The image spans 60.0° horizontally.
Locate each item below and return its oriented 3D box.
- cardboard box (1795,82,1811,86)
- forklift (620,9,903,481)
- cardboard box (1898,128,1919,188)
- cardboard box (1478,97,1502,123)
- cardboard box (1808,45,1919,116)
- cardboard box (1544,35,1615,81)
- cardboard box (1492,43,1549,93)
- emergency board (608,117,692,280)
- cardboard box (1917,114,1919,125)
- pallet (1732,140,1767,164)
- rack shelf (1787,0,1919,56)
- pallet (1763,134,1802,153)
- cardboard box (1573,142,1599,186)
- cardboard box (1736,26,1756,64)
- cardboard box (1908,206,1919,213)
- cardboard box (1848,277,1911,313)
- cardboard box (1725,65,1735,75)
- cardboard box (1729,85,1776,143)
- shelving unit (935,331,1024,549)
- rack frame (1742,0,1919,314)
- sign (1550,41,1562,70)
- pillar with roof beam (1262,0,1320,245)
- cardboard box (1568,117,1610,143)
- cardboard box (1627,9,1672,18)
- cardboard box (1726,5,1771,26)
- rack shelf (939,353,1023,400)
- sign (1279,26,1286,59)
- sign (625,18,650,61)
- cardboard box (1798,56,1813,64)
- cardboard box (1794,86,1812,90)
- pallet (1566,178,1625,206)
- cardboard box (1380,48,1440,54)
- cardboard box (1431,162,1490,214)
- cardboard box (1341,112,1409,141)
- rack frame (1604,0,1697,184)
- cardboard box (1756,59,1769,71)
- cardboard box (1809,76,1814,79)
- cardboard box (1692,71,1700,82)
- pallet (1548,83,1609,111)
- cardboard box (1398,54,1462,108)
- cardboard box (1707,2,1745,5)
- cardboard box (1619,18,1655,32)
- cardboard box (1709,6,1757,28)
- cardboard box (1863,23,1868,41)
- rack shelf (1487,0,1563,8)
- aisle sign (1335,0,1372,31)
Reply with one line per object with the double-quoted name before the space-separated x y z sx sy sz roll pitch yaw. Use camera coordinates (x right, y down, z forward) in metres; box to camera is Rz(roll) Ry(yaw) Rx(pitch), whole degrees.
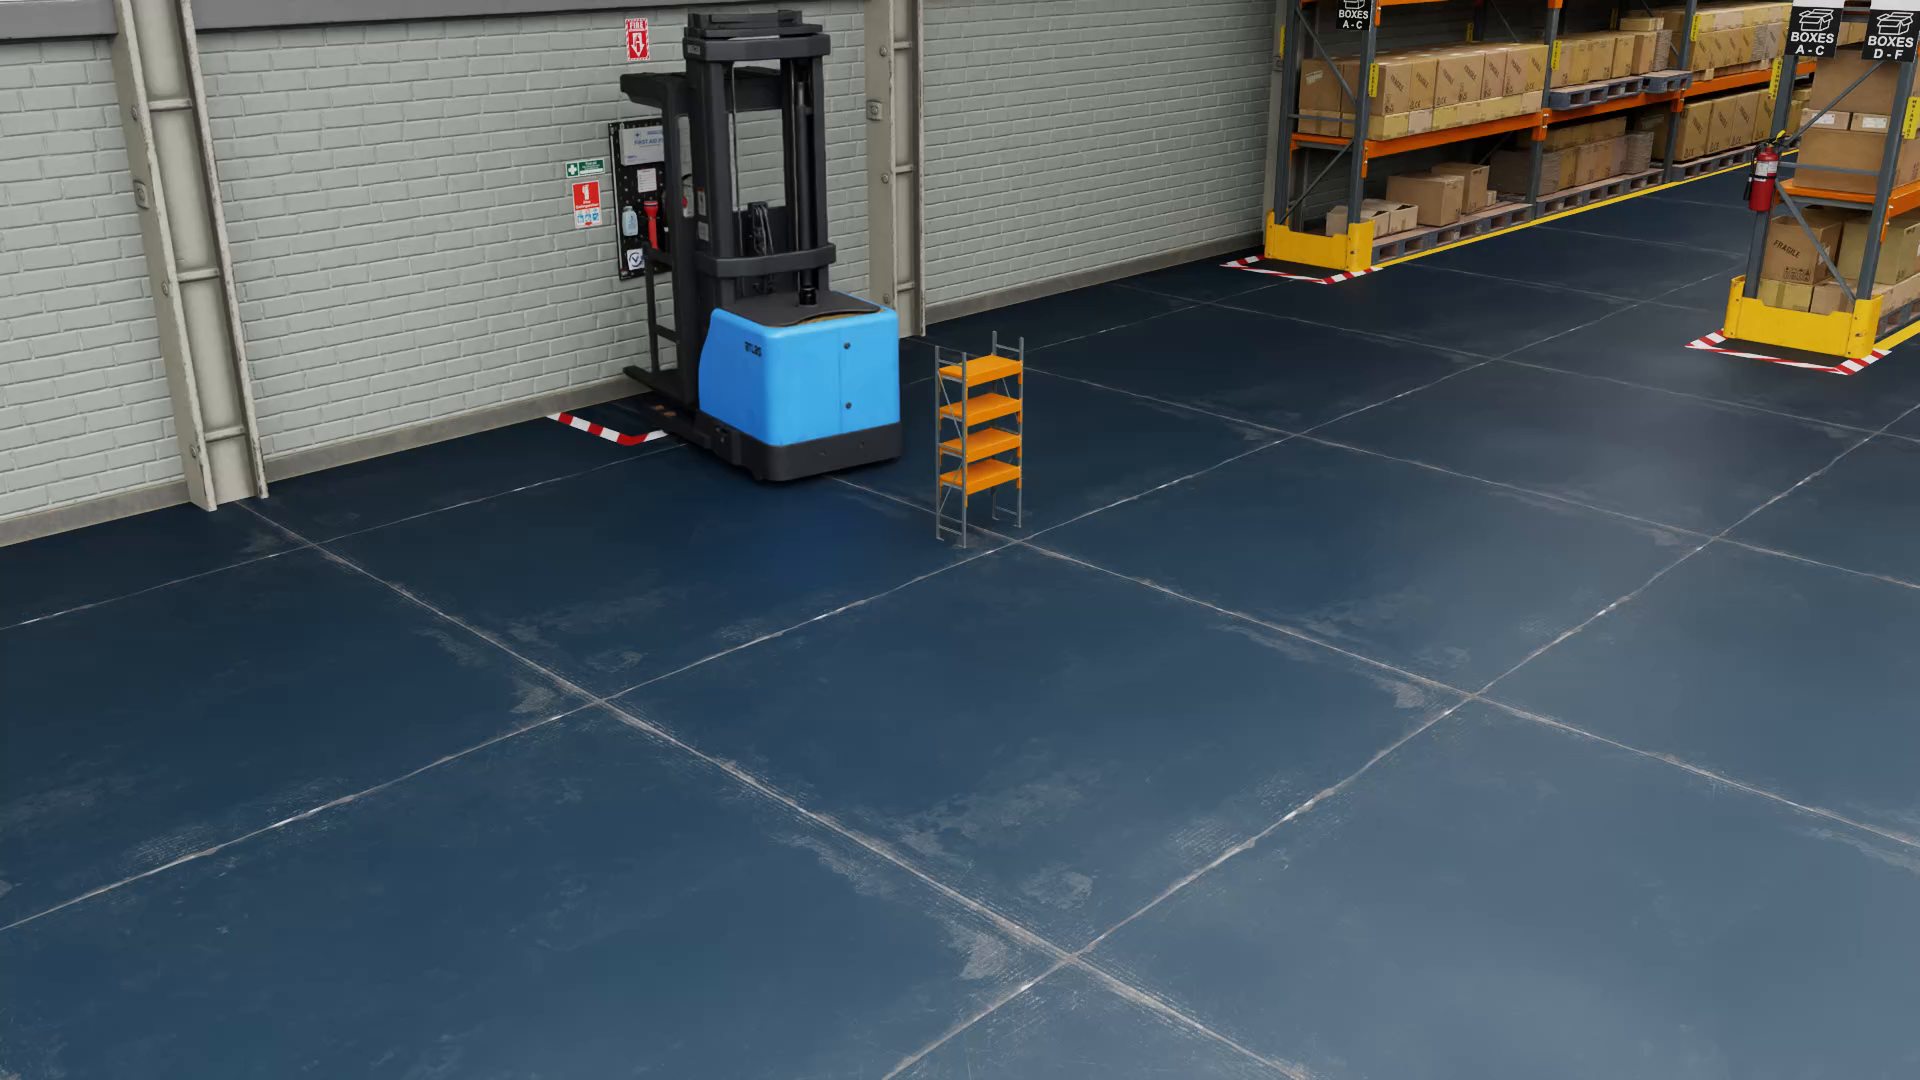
"cardboard box" 13.572 -7.353 27.020 0.380 0.149 0.250 20 28 41
"forklift" -1.653 -2.222 11.770 1.130 2.935 3.031 -14 25 -33
"cardboard box" 8.016 -3.419 14.648 0.500 0.500 0.700 -19 28 -41
"cardboard box" 5.750 -4.868 18.741 0.500 0.250 0.500 19 28 40
"cardboard box" 7.690 -3.901 14.097 0.700 0.500 0.500 19 28 41
"cardboard box" 7.768 -6.079 20.957 0.500 0.500 0.700 -16 26 -35
"cardboard box" 6.449 -5.476 19.278 0.500 0.500 0.500 19 28 41
"emergency board" -2.302 -2.586 12.622 0.194 1.169 0.643 19 28 41
"cardboard box" 7.928 -3.584 14.174 0.380 0.149 0.250 18 28 39
"pallet" 11.653 -5.924 25.192 1.003 0.211 1.213 19 28 41
"rack shelf" 8.713 -4.697 14.936 1.077 0.370 4.000 19 28 41
"pallet" 12.724 -6.317 26.214 1.003 0.211 1.213 19 28 41
"cardboard box" 7.768 -4.884 21.472 0.700 0.500 0.500 20 28 41
"cardboard box" 10.946 -7.065 23.693 0.500 0.500 0.500 -19 28 -41
"cardboard box" 8.900 -2.849 15.507 0.500 0.500 0.500 19 28 41
"cardboard box" 8.198 -2.243 14.977 0.500 0.250 0.500 19 28 41
"cardboard box" 10.805 -6.730 23.725 0.380 0.149 0.250 19 28 41
"cardboard box" 11.777 -6.435 25.048 0.750 0.750 0.750 20 28 41
"shelving unit" 0.115 -0.603 9.970 0.258 1.200 0.503 19 28 41
"rack frame" 7.318 -3.119 14.008 1.000 3.000 0.127 19 28 41
"sign" 6.951 -5.656 19.403 0.100 0.325 0.005 19 28 41
"pillar with roof beam" 6.719 -6.477 14.383 9.100 9.000 0.400 19 28 41
"cardboard box" 8.085 -5.340 21.613 0.500 0.250 0.500 19 28 40
"cardboard box" 9.478 -7.140 22.844 0.500 0.250 0.500 -19 28 -41
"cardboard box" 11.276 -7.543 23.891 0.500 0.250 0.500 -19 28 -41
"rack shelf" 0.115 -0.969 9.829 0.258 0.148 0.480 19 28 41
"sign" 3.383 -5.190 17.342 0.100 0.325 0.005 19 28 41
"sign" -2.379 -3.691 12.266 0.001 0.298 0.199 19 28 41
"cardboard box" 12.528 -7.718 25.555 0.700 0.700 0.980 -20 28 -41
"cardboard box" 13.466 -7.118 26.406 0.380 0.149 0.250 18 28 39
"pallet" 7.950 -4.600 21.748 1.003 0.211 1.213 19 28 41
"cardboard box" 5.010 -5.212 18.589 0.500 0.500 0.500 -20 29 -41
"cardboard box" 5.861 -4.148 19.556 0.500 0.500 0.500 17 27 37
"cardboard box" 4.334 -4.343 17.374 0.500 0.250 0.500 18 28 39
"rack frame" 9.347 -6.414 22.581 1.000 3.000 0.127 19 28 41
"cardboard box" 11.590 -6.968 24.345 0.380 0.149 0.250 19 28 41
"cardboard box" 14.455 -7.680 27.869 0.380 0.149 0.250 20 28 41
"cardboard box" 9.925 -6.395 22.855 0.250 0.149 0.380 -20 29 -41
"pallet" 7.194 -5.456 20.357 1.003 0.211 1.213 19 28 41
"cardboard box" 5.032 -4.950 17.909 0.500 0.500 0.500 18 27 39
"cardboard box" 11.270 -7.798 24.555 0.500 0.250 0.500 20 28 41
"cardboard box" 8.914 -6.786 21.893 0.380 0.149 0.250 14 25 32
"cardboard box" 10.921 -7.412 23.550 0.500 0.250 0.500 19 28 40
"cardboard box" 14.579 -8.477 27.530 0.700 0.700 0.980 -19 28 -40
"rack shelf" 7.952 -6.964 20.835 1.077 0.370 4.000 19 28 41
"aisle sign" 3.931 -5.478 16.521 0.394 0.787 0.004 19 28 41
